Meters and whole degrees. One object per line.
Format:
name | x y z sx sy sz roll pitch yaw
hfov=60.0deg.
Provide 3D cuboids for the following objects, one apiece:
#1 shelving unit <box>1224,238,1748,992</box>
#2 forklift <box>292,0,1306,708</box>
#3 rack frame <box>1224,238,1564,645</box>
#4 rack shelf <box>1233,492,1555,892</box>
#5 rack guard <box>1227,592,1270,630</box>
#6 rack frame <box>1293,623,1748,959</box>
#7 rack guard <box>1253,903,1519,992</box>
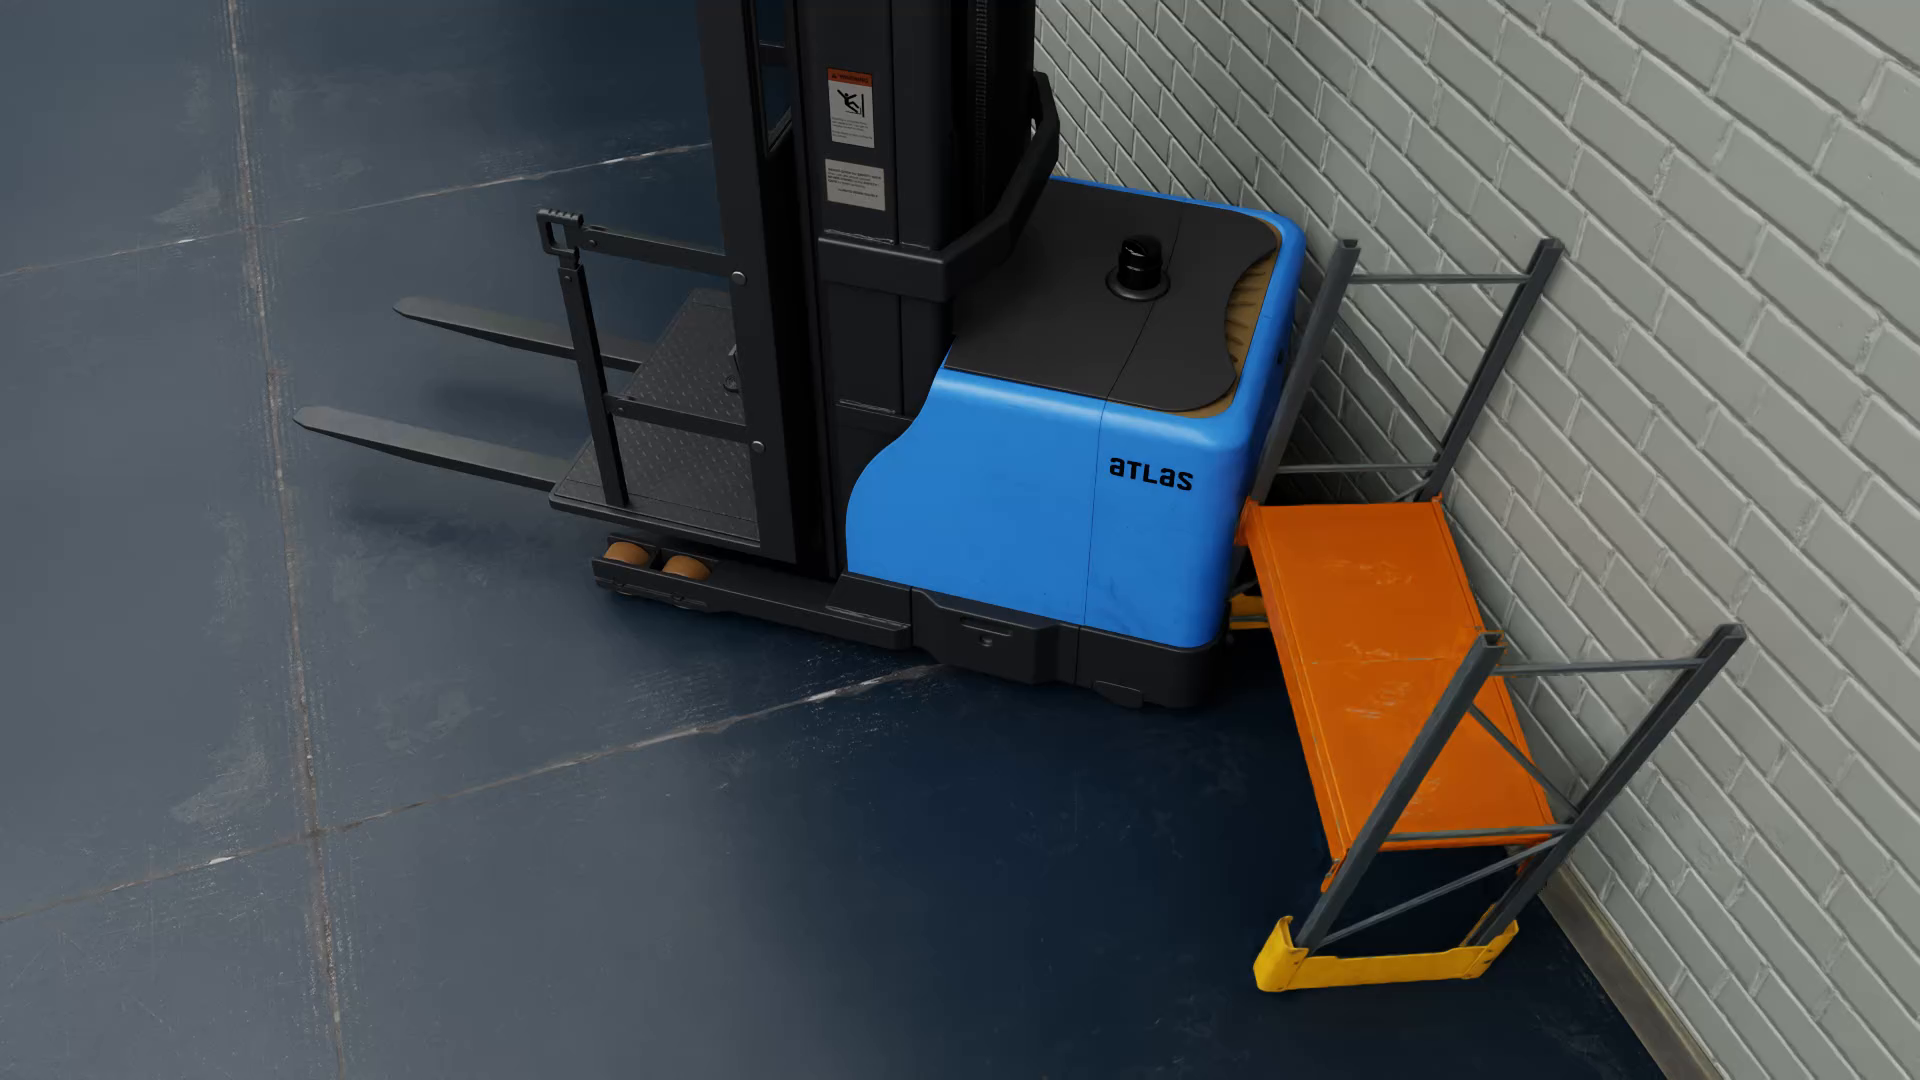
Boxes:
shelving unit | 1.037 0.217 3.856 0.587 1.500 1.083 -2 53 -8
forklift | -0.597 -1.168 4.345 3.031 2.935 1.130 13 46 12
rack frame | 0.984 -0.178 4.157 0.500 1.500 0.032 -2 53 -8
rack shelf | 1.021 0.334 3.992 0.538 0.185 1.000 -2 53 -8
rack guard | 0.925 0.204 4.647 0.587 0.250 0.087 -2 53 -8
rack frame | 1.092 0.627 3.545 0.500 1.500 0.032 -2 53 -8
rack guard | 1.031 0.993 4.048 0.587 0.250 0.087 -2 53 -8
